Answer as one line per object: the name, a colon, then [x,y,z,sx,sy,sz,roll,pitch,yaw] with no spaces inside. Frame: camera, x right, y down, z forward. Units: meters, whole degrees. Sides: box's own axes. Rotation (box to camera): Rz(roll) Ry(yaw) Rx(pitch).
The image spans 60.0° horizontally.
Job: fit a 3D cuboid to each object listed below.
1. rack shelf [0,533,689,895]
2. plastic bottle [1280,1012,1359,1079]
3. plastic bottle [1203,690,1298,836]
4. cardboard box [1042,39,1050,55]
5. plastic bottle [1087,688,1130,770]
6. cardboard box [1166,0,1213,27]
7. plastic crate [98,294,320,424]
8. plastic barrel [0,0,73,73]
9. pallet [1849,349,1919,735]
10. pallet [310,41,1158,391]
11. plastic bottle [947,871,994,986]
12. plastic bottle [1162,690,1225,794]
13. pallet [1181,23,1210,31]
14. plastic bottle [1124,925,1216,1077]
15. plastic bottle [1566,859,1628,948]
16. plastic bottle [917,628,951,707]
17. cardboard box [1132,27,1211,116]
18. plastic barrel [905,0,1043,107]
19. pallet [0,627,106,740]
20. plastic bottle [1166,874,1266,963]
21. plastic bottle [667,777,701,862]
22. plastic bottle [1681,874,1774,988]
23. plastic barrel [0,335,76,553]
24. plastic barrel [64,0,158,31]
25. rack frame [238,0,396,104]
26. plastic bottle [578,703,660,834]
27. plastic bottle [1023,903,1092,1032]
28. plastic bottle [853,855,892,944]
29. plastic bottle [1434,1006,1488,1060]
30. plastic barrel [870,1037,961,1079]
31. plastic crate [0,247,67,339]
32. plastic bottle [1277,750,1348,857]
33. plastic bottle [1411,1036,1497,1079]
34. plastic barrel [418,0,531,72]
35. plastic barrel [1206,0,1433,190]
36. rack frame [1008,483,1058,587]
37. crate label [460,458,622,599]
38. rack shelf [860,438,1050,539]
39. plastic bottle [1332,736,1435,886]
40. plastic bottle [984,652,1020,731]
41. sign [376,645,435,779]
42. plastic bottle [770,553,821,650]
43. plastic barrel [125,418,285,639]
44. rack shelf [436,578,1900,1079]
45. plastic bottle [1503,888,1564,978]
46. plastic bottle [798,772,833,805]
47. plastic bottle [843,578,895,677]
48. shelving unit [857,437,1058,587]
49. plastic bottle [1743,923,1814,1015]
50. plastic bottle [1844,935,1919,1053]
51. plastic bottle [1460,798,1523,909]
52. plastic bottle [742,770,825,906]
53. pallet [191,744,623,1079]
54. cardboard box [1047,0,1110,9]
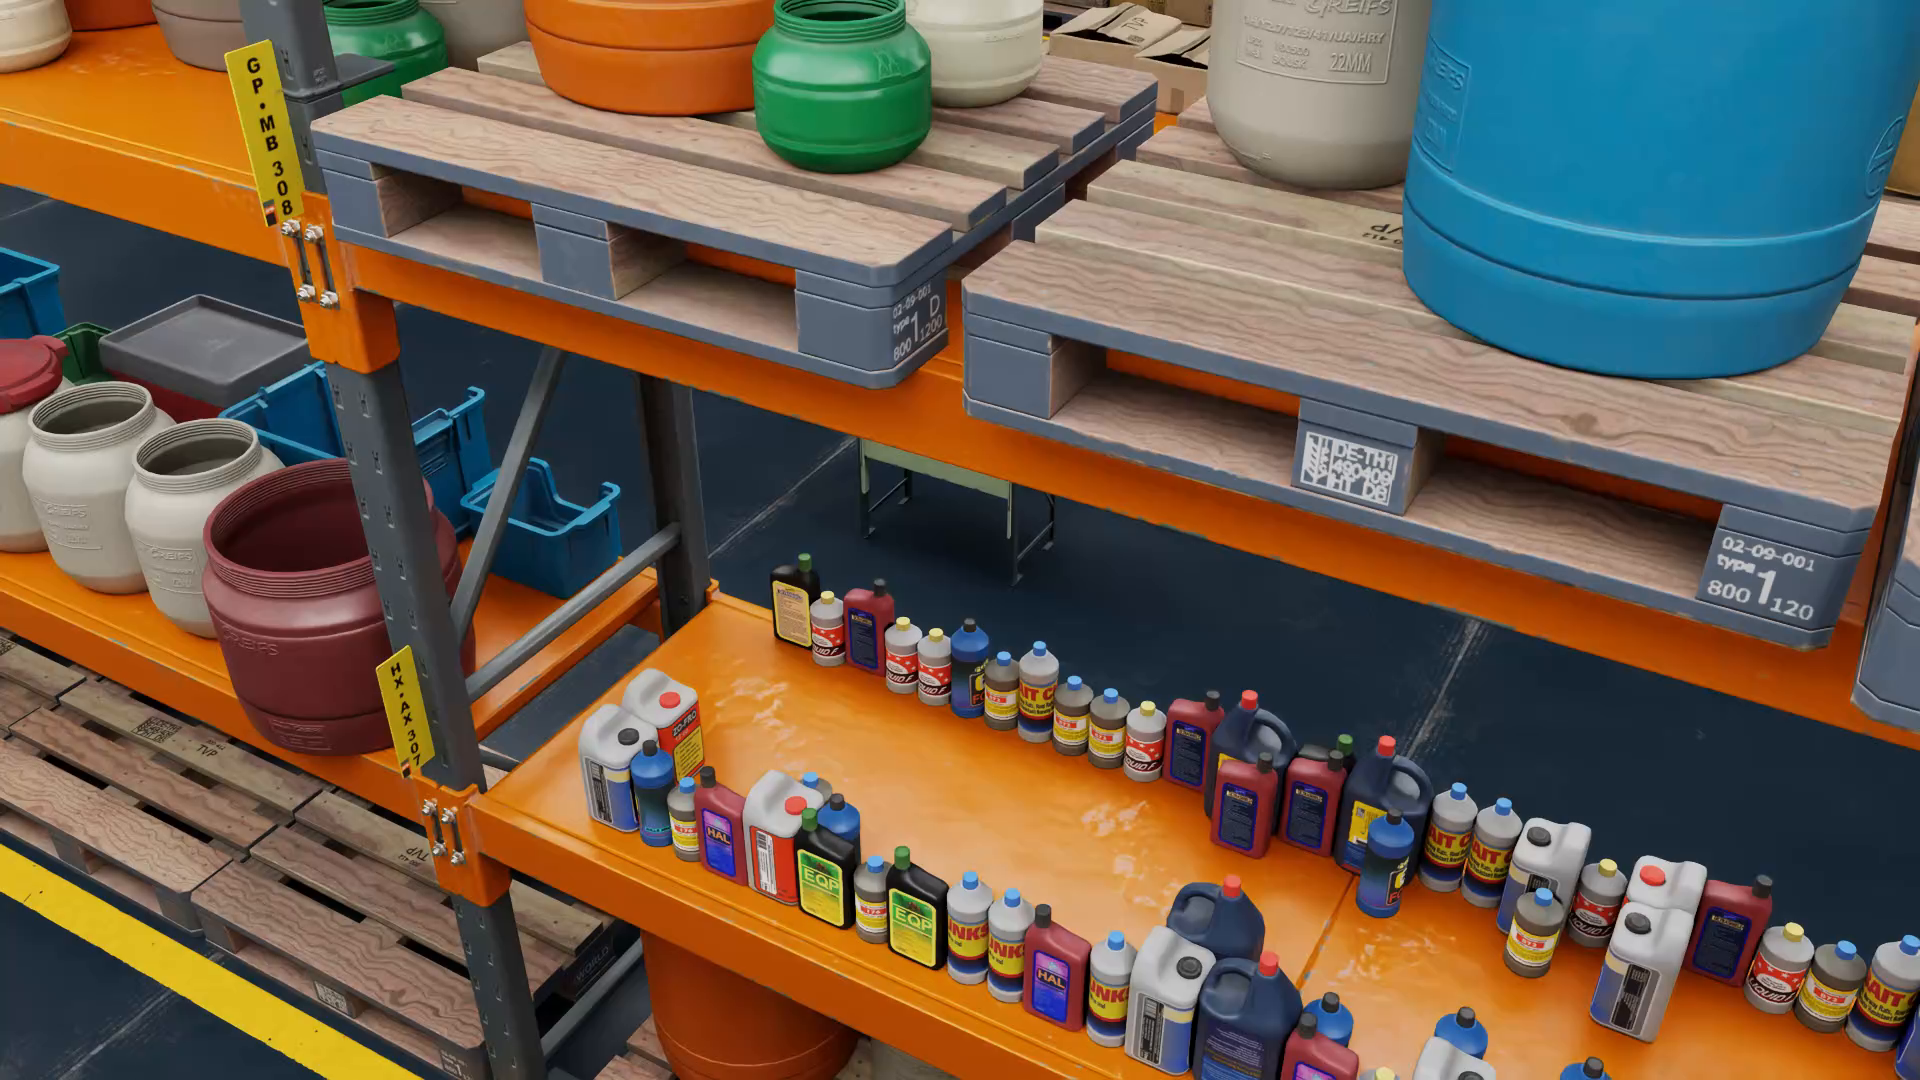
rack shelf: [-2.736,-0.054,5.273,4.000,0.370,1.077,18,37,24]
plastic bottle: [0.674,1.011,3.130,0.133,0.283,0.061,18,37,24]
plastic bottle: [0.674,0.502,3.835,0.185,0.351,0.144,18,37,24]
cardboard box: [0.327,-2.405,8.381,0.250,0.149,0.380,21,39,28]
plastic bottle: [0.362,0.450,4.047,0.097,0.201,0.097,0,34,0]
cardboard box: [1.987,-4.341,12.921,0.500,0.500,0.700,18,38,25]
plastic crate: [-2.250,-0.421,5.119,0.583,0.464,0.402,18,37,24]
plastic barrel: [-2.219,-1.231,3.811,0.301,0.262,0.301,0,34,0]
pallet: [1.745,-0.041,2.070,1.003,0.211,1.213,18,37,24]
pallet: [-0.384,-0.715,3.082,1.213,0.211,1.003,18,37,24]
plastic bottle: [0.021,0.798,3.462,0.097,0.271,0.097,0,34,0]
plastic bottle: [0.556,0.466,3.949,0.133,0.283,0.061,18,37,24]
pallet: [2.184,-3.961,13.009,1.213,0.211,1.003,18,37,24]
plastic bottle: [0.420,0.905,3.297,0.135,0.276,0.152,18,37,24]
plastic bottle: [1.370,0.769,3.567,0.097,0.201,0.097,0,34,0]
plastic bottle: [-0.060,0.316,4.248,0.097,0.201,0.097,0,34,0]
cardboard box: [1.168,-2.270,8.032,0.500,0.311,0.500,20,39,27]
plastic barrel: [0.004,-0.944,3.001,0.301,0.262,0.301,0,34,0]
pallet: [-3.771,0.455,6.376,1.213,0.211,1.003,18,37,24]
plastic bottle: [0.516,0.809,3.373,0.185,0.351,0.144,18,37,24]
plastic bottle: [-0.612,0.626,3.783,0.097,0.201,0.097,0,34,0]
plastic bottle: [1.596,0.795,3.455,0.133,0.283,0.061,18,37,24]
plastic barrel: [-2.738,-0.270,4.827,0.433,0.535,0.433,0,34,0]
plastic barrel: [-2.172,-1.740,4.064,0.708,0.830,0.600,18,37,24]
rack frame: [-0.999,-2.300,2.585,0.127,3.000,1.000,18,37,24]
plastic bottle: [-0.784,0.523,3.870,0.135,0.276,0.152,18,37,24]
plastic bottle: [0.197,0.860,3.358,0.133,0.283,0.061,18,37,24]
plastic bottle: [-0.179,0.763,3.577,0.097,0.201,0.097,0,34,0]
plastic bottle: [0.944,0.993,3.169,0.097,0.271,0.097,0,34,0]
plastic barrel: [-0.031,1.296,4.463,0.421,0.512,0.421,0,34,0]
plastic crate: [-3.360,-0.743,5.673,0.575,0.384,0.392,18,37,24]
plastic bottle: [0.802,0.583,3.774,0.133,0.283,0.061,18,37,24]
plastic bottle: [0.898,1.056,3.070,0.135,0.276,0.152,18,37,24]
plastic barrel: [-1.117,-1.331,3.735,0.421,0.512,0.421,0,34,0]
plastic barrel: [0.615,-0.868,2.639,0.433,0.535,0.433,0,34,0]
rack frame: [0.312,-0.525,6.686,0.023,1.500,0.400,18,37,24]
crate label: [-1.179,-0.030,4.739,0.416,0.233,0.303,18,37,24]
rack shelf: [-0.006,-0.355,7.018,0.720,0.370,0.431,18,37,24]
plastic bottle: [0.950,0.589,3.703,0.185,0.351,0.144,18,37,24]
plastic bottle: [0.109,0.370,4.167,0.097,0.201,0.097,0,34,0]
sign: [-1.266,0.396,3.802,0.005,0.325,0.100,18,37,24]
plastic bottle: [-0.436,0.152,4.421,0.133,0.283,0.061,18,37,24]
plastic barrel: [-1.998,-0.030,4.487,0.421,0.512,0.421,0,34,0]
rack shelf: [0.737,1.046,3.621,4.000,0.370,1.077,18,37,24]
plastic bottle: [1.210,0.816,3.498,0.097,0.201,0.097,0,34,0]
plastic bottle: [-0.336,0.616,3.797,0.097,0.201,0.097,0,34,0]
plastic bottle: [-0.236,0.215,4.326,0.133,0.283,0.061,18,37,24]
shelving unit: [-0.006,-0.626,6.837,0.755,1.500,0.431,18,37,24]
plastic bottle: [1.687,0.870,3.417,0.097,0.201,0.097,0,34,0]
plastic bottle: [1.856,0.894,3.317,0.097,0.271,0.097,0,34,0]
plastic bottle: [1.169,0.677,3.644,0.097,0.271,0.097,0,34,0]
plastic bottle: [-0.382,0.650,3.679,0.135,0.276,0.152,18,37,24]
pallet: [-1.652,1.126,5.369,1.213,0.211,1.003,18,37,24]
cardboard box: [1.091,-4.619,13.338,0.500,0.500,0.700,19,38,26]
